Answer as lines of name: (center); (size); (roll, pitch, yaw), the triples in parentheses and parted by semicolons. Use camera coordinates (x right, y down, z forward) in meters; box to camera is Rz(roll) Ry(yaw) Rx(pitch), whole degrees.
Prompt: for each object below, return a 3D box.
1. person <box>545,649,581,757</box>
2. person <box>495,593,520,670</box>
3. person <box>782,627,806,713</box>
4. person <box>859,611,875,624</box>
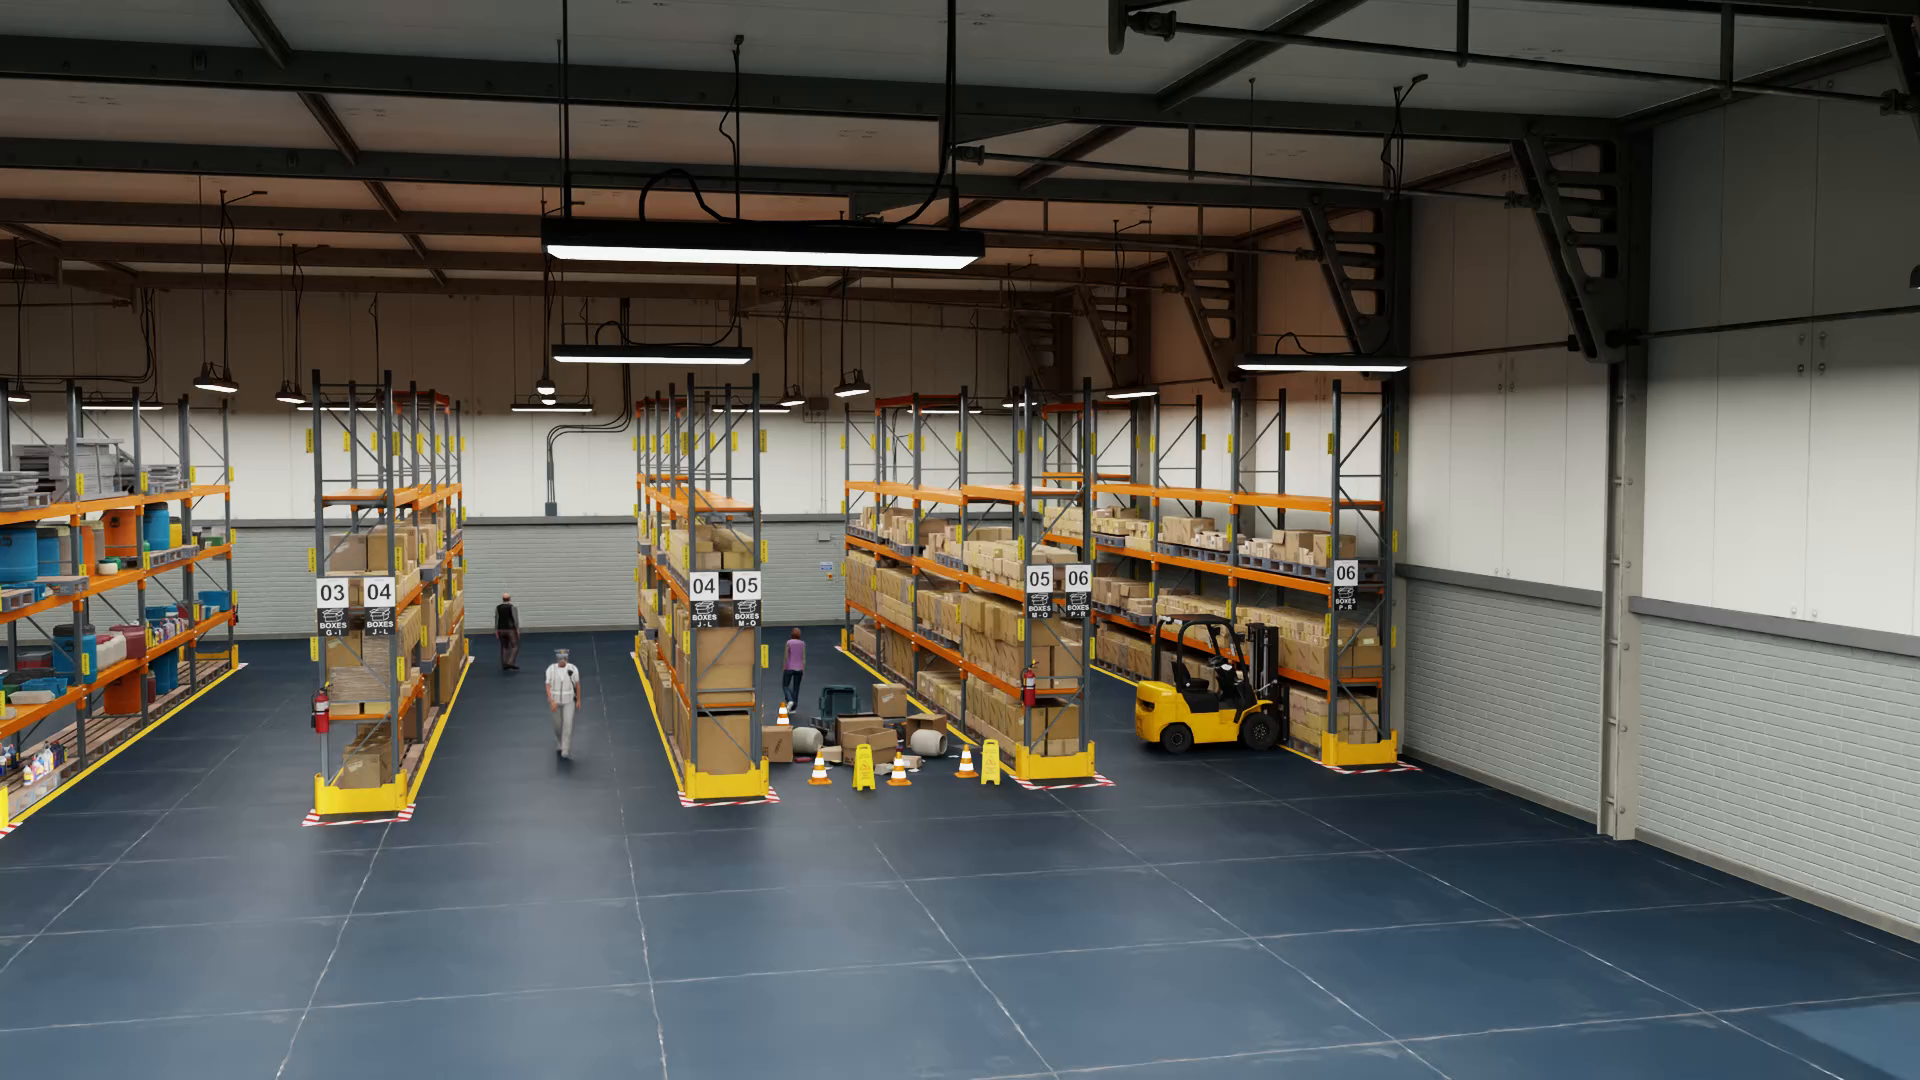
person: (-6.394, 2.596, 26.721); (0.539, 1.687, 1.000); (0, 3, -8)
person: (-10.020, 2.026, 36.768); (0.570, 1.721, 0.502); (1, 3, 11)
person: (-3.063, 2.422, 30.754); (0.444, 1.597, 0.481); (-1, 3, -11)
person: (-2.528, 1.540, 44.766); (1.006, 1.750, 0.521); (-3, 4, -40)
